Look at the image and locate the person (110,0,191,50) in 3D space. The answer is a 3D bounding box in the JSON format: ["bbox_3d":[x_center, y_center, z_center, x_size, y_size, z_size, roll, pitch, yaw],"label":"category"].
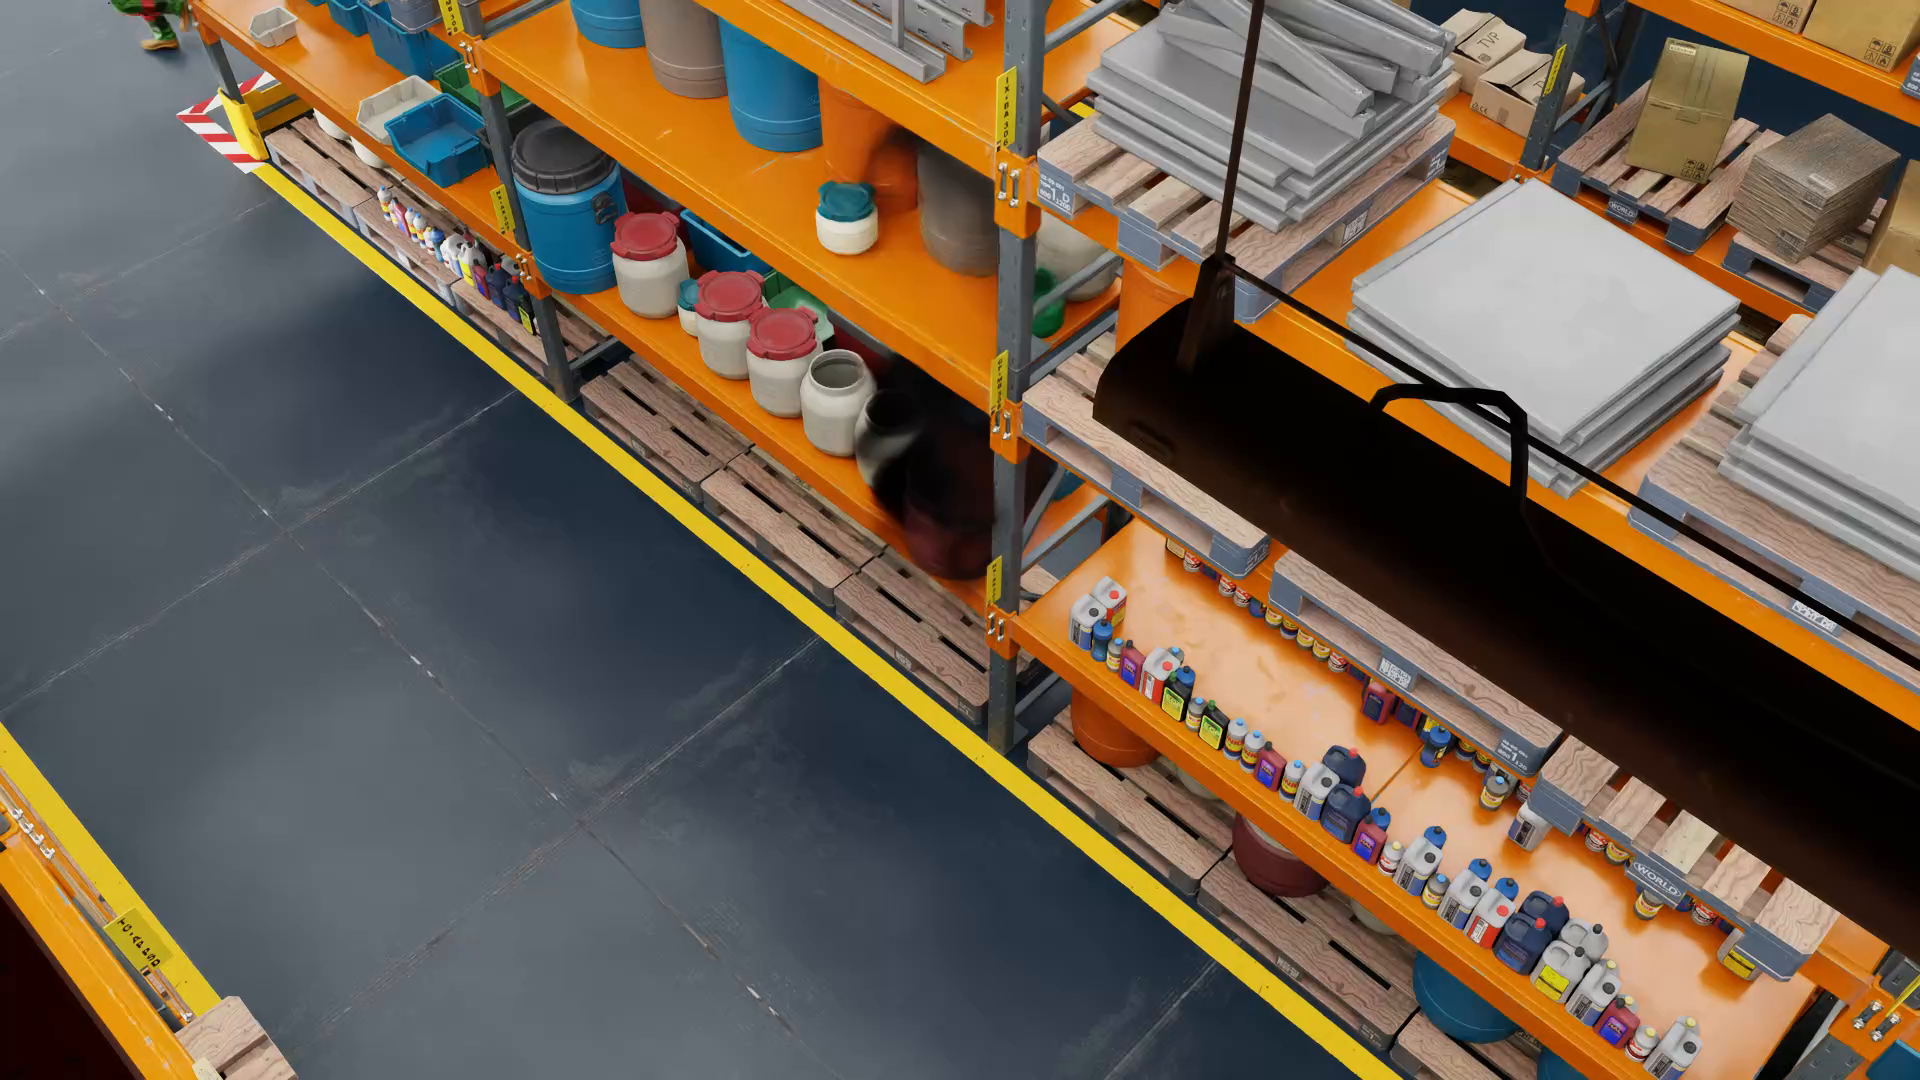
[{"bbox_3d":[-6.577,-4.650,13.152,0.668,1.749,0.687,-6,50,-5],"label":"person"}]
